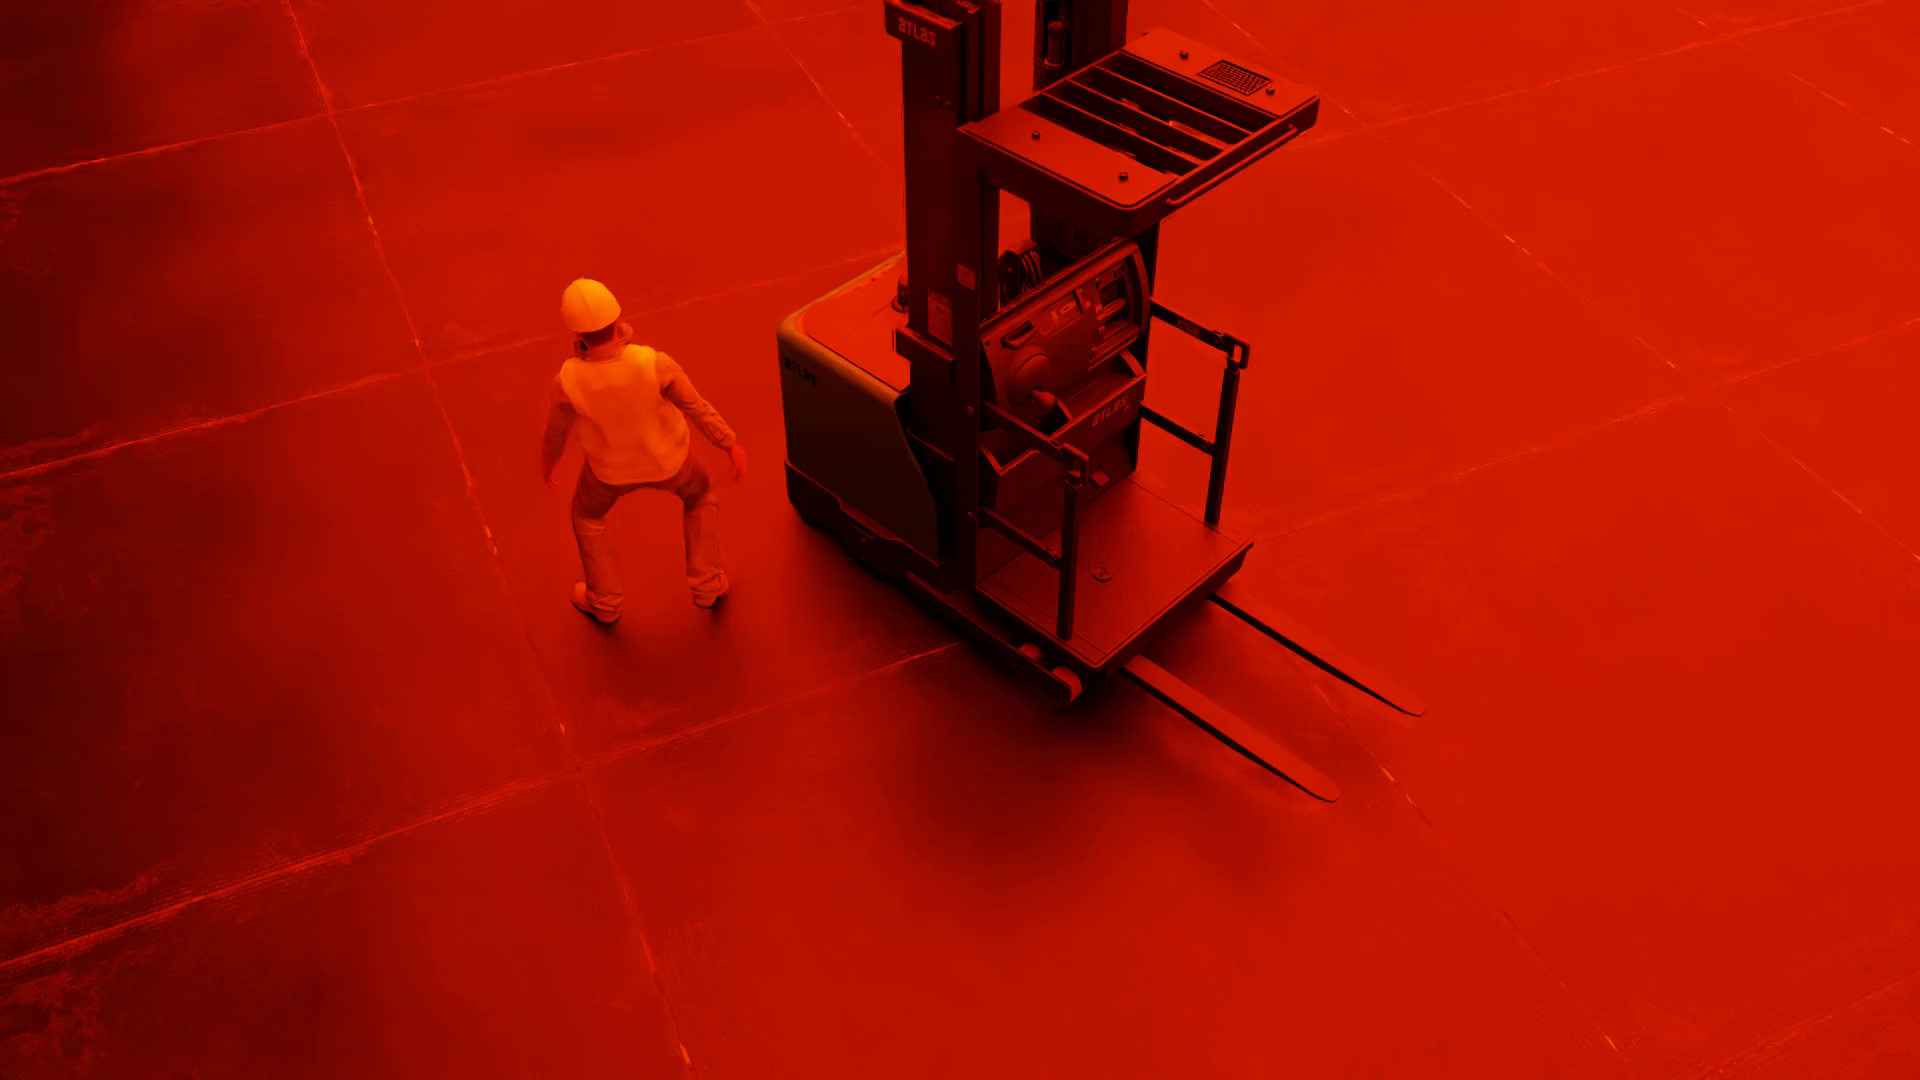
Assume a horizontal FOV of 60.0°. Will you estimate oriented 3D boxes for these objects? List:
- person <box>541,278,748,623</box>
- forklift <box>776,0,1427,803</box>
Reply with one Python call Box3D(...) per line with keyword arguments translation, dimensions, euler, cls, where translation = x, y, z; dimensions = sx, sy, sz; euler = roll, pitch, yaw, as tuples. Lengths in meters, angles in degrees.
Box3D(translation=(-1.342, -0.376, 7.006), dimensions=(0.882, 1.688, 0.486), euler=(-4, 43, -4), cls="person")
Box3D(translation=(0.583, -0.776, 6.512), dimensions=(3.031, 2.935, 1.130), euler=(33, 52, 31), cls="forklift")
